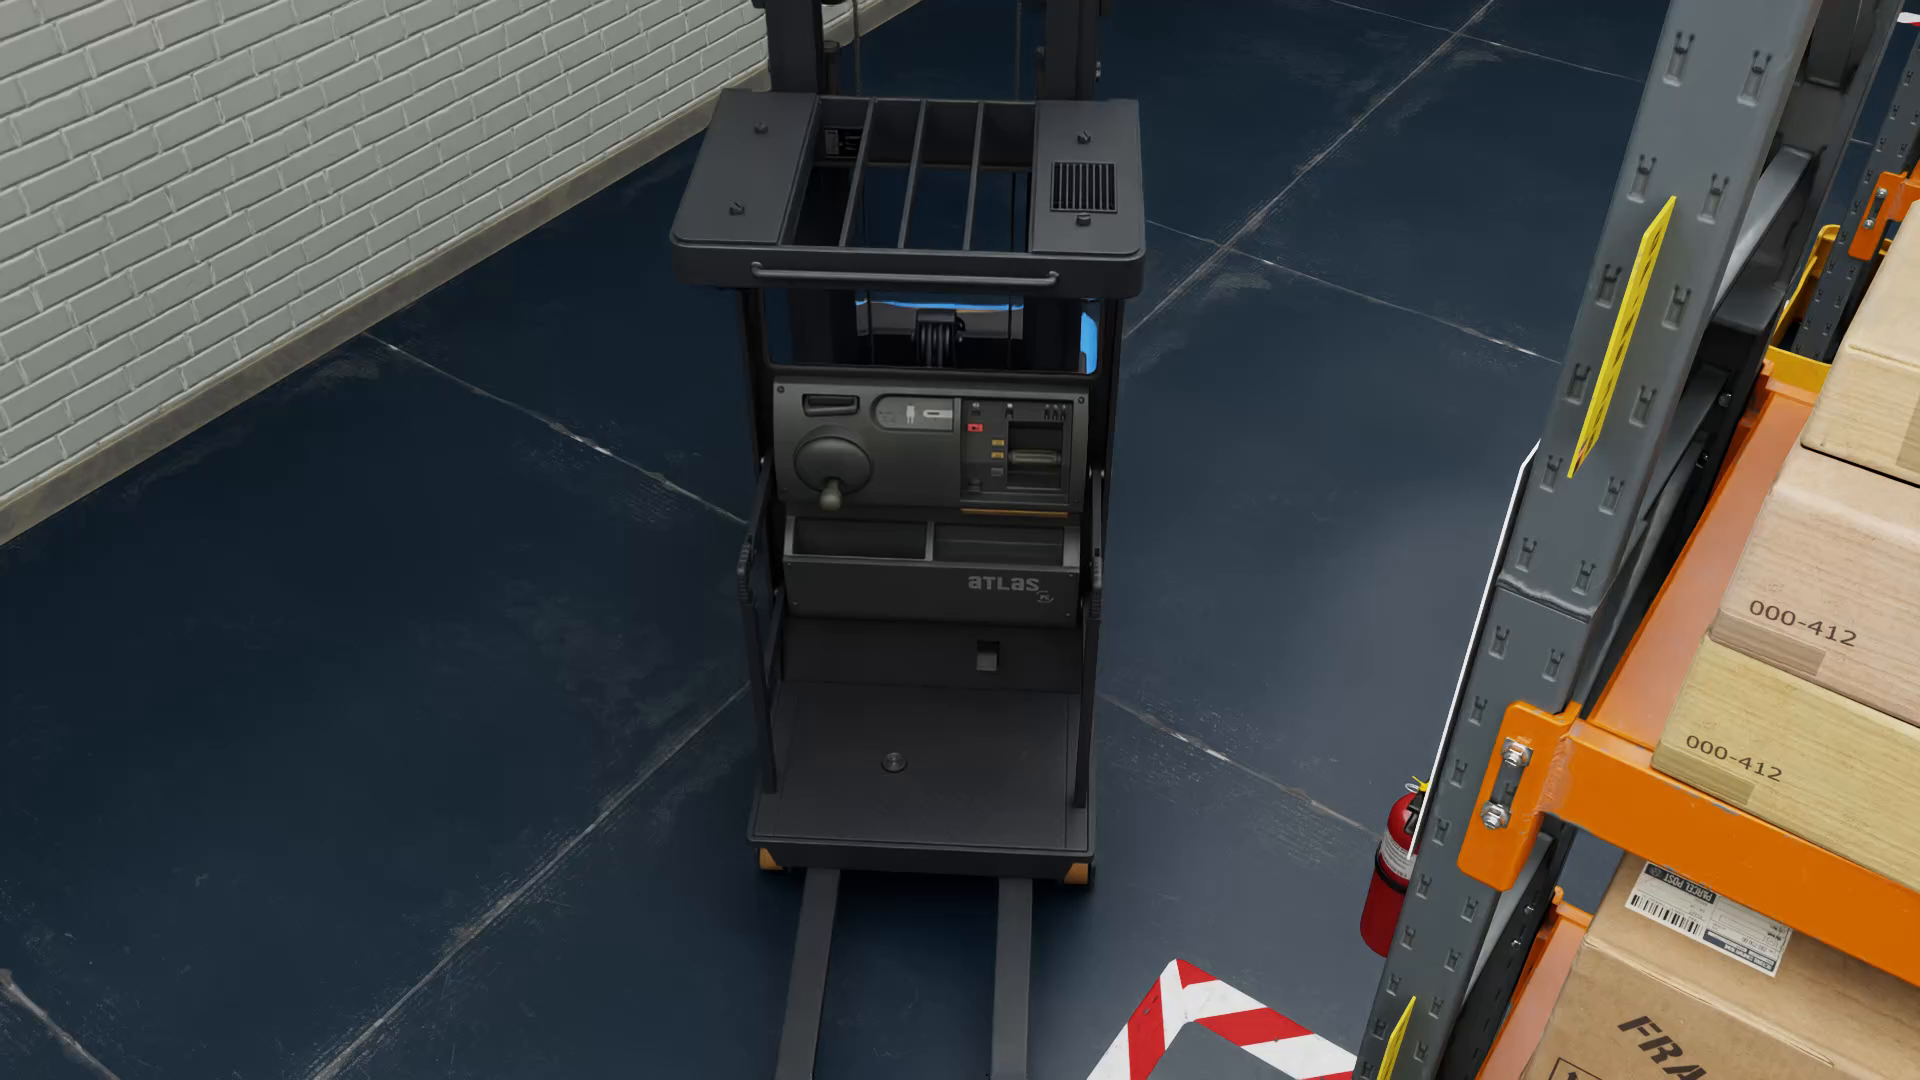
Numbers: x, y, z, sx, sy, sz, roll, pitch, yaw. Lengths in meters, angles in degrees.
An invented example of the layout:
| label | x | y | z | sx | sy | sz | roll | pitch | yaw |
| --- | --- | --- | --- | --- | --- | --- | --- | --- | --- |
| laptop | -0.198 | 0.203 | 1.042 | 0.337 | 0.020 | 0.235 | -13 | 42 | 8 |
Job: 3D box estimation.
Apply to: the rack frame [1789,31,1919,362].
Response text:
| label | x | y | z | sx | sy | sz | roll | pitch | yaw |
| --- | --- | --- | --- | --- | --- | --- | --- | --- | --- |
| rack frame | 3.801 | -1.812 | 6.526 | 0.127 | 3.000 | 1.000 | 25 | 48 | 25 |

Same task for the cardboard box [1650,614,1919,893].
| label | x | y | z | sx | sy | sz | roll | pitch | yaw |
| --- | --- | --- | --- | --- | --- | --- | --- | --- | --- |
| cardboard box | 1.263 | 0.178 | 2.164 | 0.500 | 0.250 | 0.500 | 27 | 48 | 27 |

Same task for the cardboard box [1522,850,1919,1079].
| label | x | y | z | sx | sy | sz | roll | pitch | yaw |
| --- | --- | --- | --- | --- | --- | --- | --- | --- | --- |
| cardboard box | 1.257 | 0.725 | 2.642 | 0.500 | 0.500 | 0.500 | 25 | 47 | 25 |

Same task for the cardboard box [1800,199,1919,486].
| label | x | y | z | sx | sy | sz | roll | pitch | yaw |
| --- | --- | --- | --- | --- | --- | --- | --- | --- | --- |
| cardboard box | 1.176 | -0.220 | 1.935 | 0.250 | 0.149 | 0.380 | 25 | 47 | 25 |

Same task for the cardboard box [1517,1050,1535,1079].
| label | x | y | z | sx | sy | sz | roll | pitch | yaw |
| --- | --- | --- | --- | --- | --- | --- | --- | --- | --- |
| cardboard box | 1.251 | 1.103 | 2.969 | 0.500 | 0.500 | 0.500 | 27 | 49 | 27 |

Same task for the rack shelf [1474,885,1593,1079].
| label | x | y | z | sx | sy | sz | roll | pitch | yaw |
| --- | --- | --- | --- | --- | --- | --- | --- | --- | --- |
| rack shelf | 2.679 | 1.963 | 2.847 | 4.000 | 0.370 | 1.077 | 25 | 48 | 25 |

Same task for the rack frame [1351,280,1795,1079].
| label | x | y | z | sx | sy | sz | roll | pitch | yaw |
| --- | --- | --- | --- | --- | --- | --- | --- | --- | --- |
| rack frame | 1.042 | 0.929 | 3.462 | 0.127 | 3.000 | 1.000 | 25 | 48 | 25 |

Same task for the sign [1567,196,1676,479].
| label | x | y | z | sx | sy | sz | roll | pitch | yaw |
| --- | --- | --- | --- | --- | --- | --- | --- | --- | --- |
| sign | 0.730 | -0.218 | 1.840 | 0.005 | 0.325 | 0.100 | 25 | 48 | 25 |

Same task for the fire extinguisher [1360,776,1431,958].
| label | x | y | z | sx | sy | sz | roll | pitch | yaw |
| --- | --- | --- | --- | --- | --- | --- | --- | --- | --- |
| fire extinguisher | 1.101 | 0.748 | 4.002 | 0.183 | 0.674 | 0.296 | 25 | 48 | 25 |

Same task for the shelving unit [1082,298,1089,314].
| label | x | y | z | sx | sy | sz | roll | pitch | yaw |
| --- | --- | --- | --- | --- | --- | --- | --- | --- | --- |
| shelving unit | -0.029 | -0.877 | 6.605 | 1.083 | 1.500 | 0.587 | 3 | 42 | 4 |

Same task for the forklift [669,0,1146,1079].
| label | x | y | z | sx | sy | sz | roll | pitch | yaw |
| --- | --- | --- | --- | --- | --- | --- | --- | --- | --- |
| forklift | -0.098 | -0.189 | 4.763 | 1.130 | 2.935 | 3.031 | 2 | 42 | 3 |

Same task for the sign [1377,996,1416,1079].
| label | x | y | z | sx | sy | sz | roll | pitch | yaw |
| --- | --- | --- | --- | --- | --- | --- | --- | --- | --- |
| sign | 0.730 | 0.903 | 2.843 | 0.005 | 0.325 | 0.100 | 25 | 48 | 25 |

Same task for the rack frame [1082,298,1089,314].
| label | x | y | z | sx | sy | sz | roll | pitch | yaw |
| --- | --- | --- | --- | --- | --- | --- | --- | --- | --- |
| rack frame | 0.487 | -0.847 | 6.571 | 0.032 | 1.500 | 0.500 | 3 | 42 | 4 |

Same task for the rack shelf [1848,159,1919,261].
| label | x | y | z | sx | sy | sz | roll | pitch | yaw |
| --- | --- | --- | --- | --- | --- | --- | --- | --- | --- |
| rack shelf | 5.439 | -0.778 | 5.910 | 4.000 | 0.370 | 1.077 | 25 | 48 | 25 |

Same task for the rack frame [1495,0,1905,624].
| label | x | y | z | sx | sy | sz | roll | pitch | yaw |
| --- | --- | --- | --- | --- | --- | --- | --- | --- | --- |
| rack frame | 1.042 | -1.307 | 1.462 | 0.127 | 3.000 | 1.000 | 25 | 48 | 25 |

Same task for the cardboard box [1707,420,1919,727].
| label | x | y | z | sx | sy | sz | roll | pitch | yaw |
| --- | --- | --- | --- | --- | --- | --- | --- | --- | --- |
| cardboard box | 1.260 | -0.006 | 1.995 | 0.500 | 0.250 | 0.500 | 26 | 48 | 26 |

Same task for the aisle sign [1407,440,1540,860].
| label | x | y | z | sx | sy | sz | roll | pitch | yaw |
| --- | --- | --- | --- | --- | --- | --- | --- | --- | --- |
| aisle sign | 0.810 | 0.096 | 2.444 | 0.004 | 0.787 | 0.394 | 25 | 48 | 25 |

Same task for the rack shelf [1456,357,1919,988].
| label | x | y | z | sx | sy | sz | roll | pitch | yaw |
| --- | --- | --- | --- | --- | --- | --- | --- | --- | --- |
| rack shelf | 2.679 | 0.845 | 1.846 | 4.000 | 0.370 | 1.077 | 25 | 48 | 25 |

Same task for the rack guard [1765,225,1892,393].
| label | x | y | z | sx | sy | sz | roll | pitch | yaw |
| --- | --- | --- | --- | --- | --- | --- | --- | --- | --- |
| rack guard | 3.782 | -0.890 | 7.370 | 0.348 | 0.500 | 1.175 | 25 | 48 | 25 |
